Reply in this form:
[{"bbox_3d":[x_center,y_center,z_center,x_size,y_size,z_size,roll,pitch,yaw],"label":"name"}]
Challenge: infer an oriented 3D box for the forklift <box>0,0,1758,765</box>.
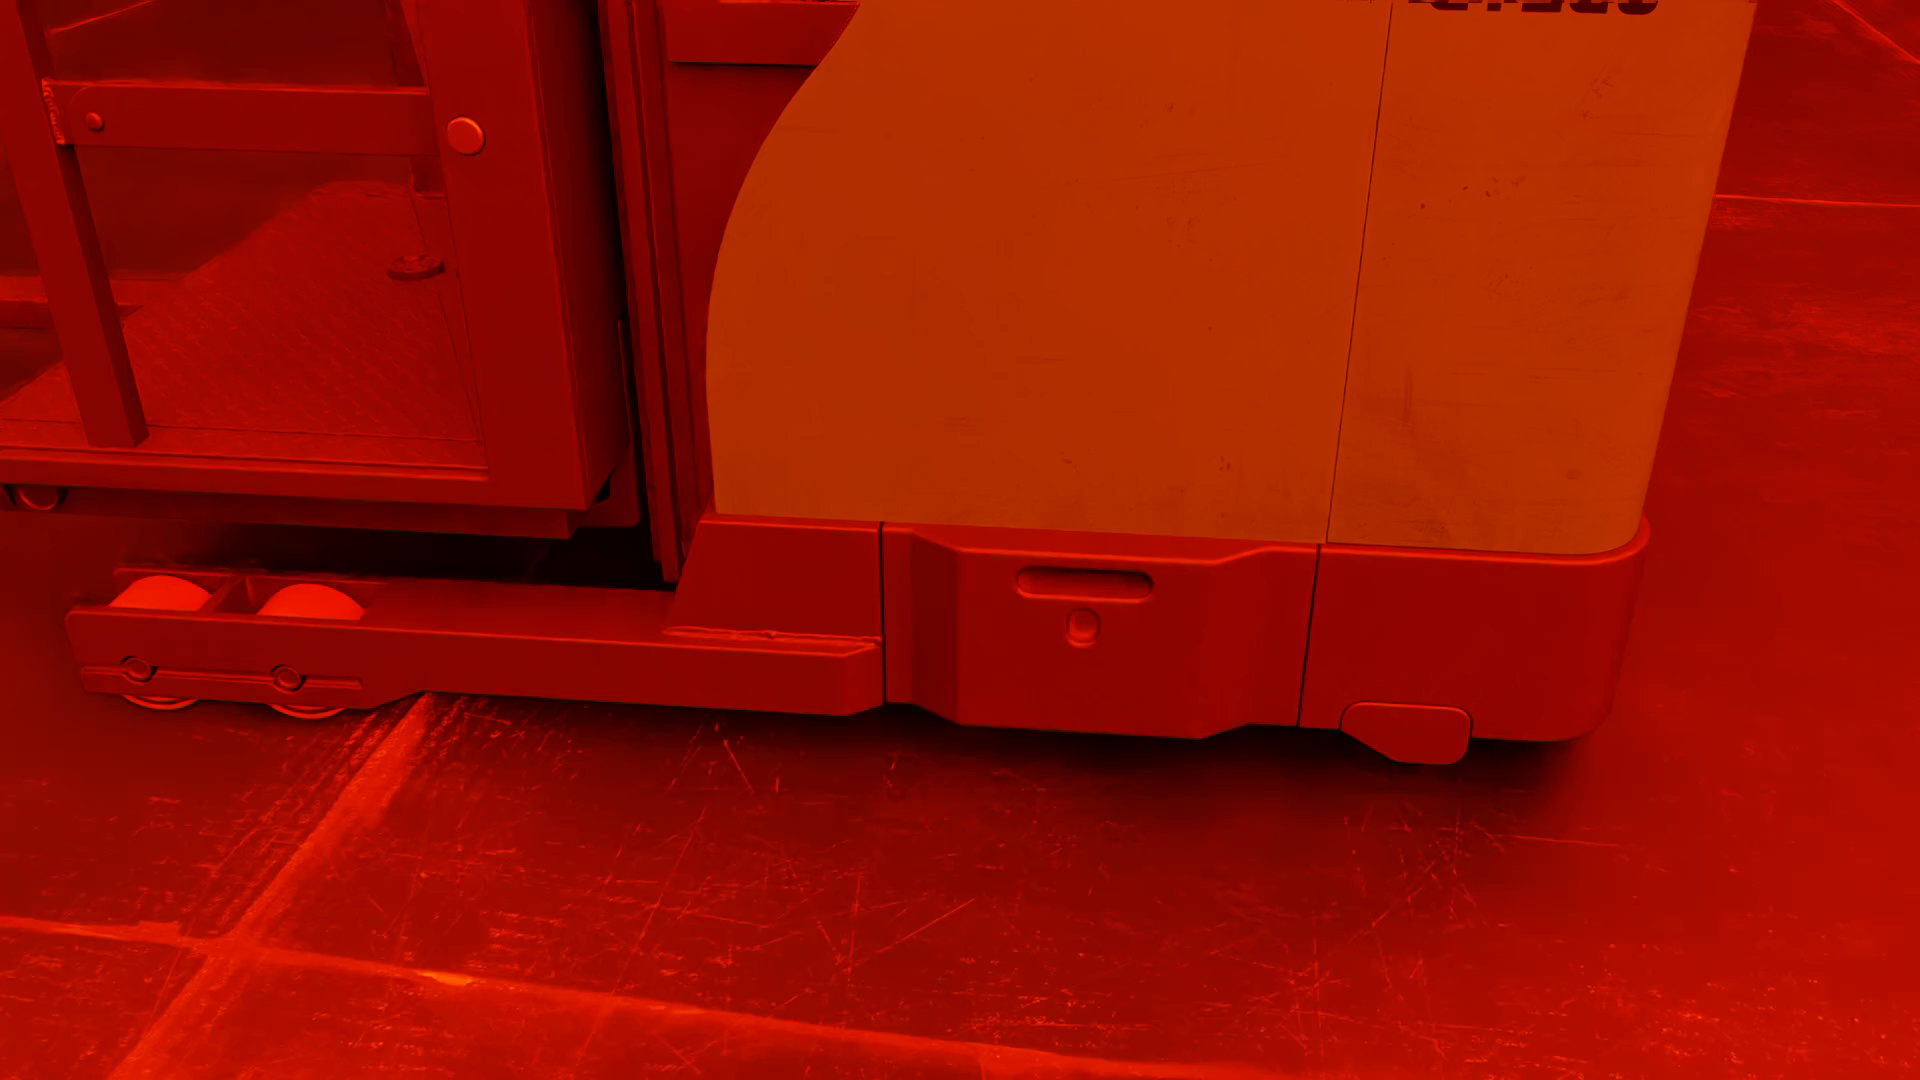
[{"bbox_3d":[-0.679,-1.308,1.837,3.031,2.935,1.130,3,29,5],"label":"forklift"}]
